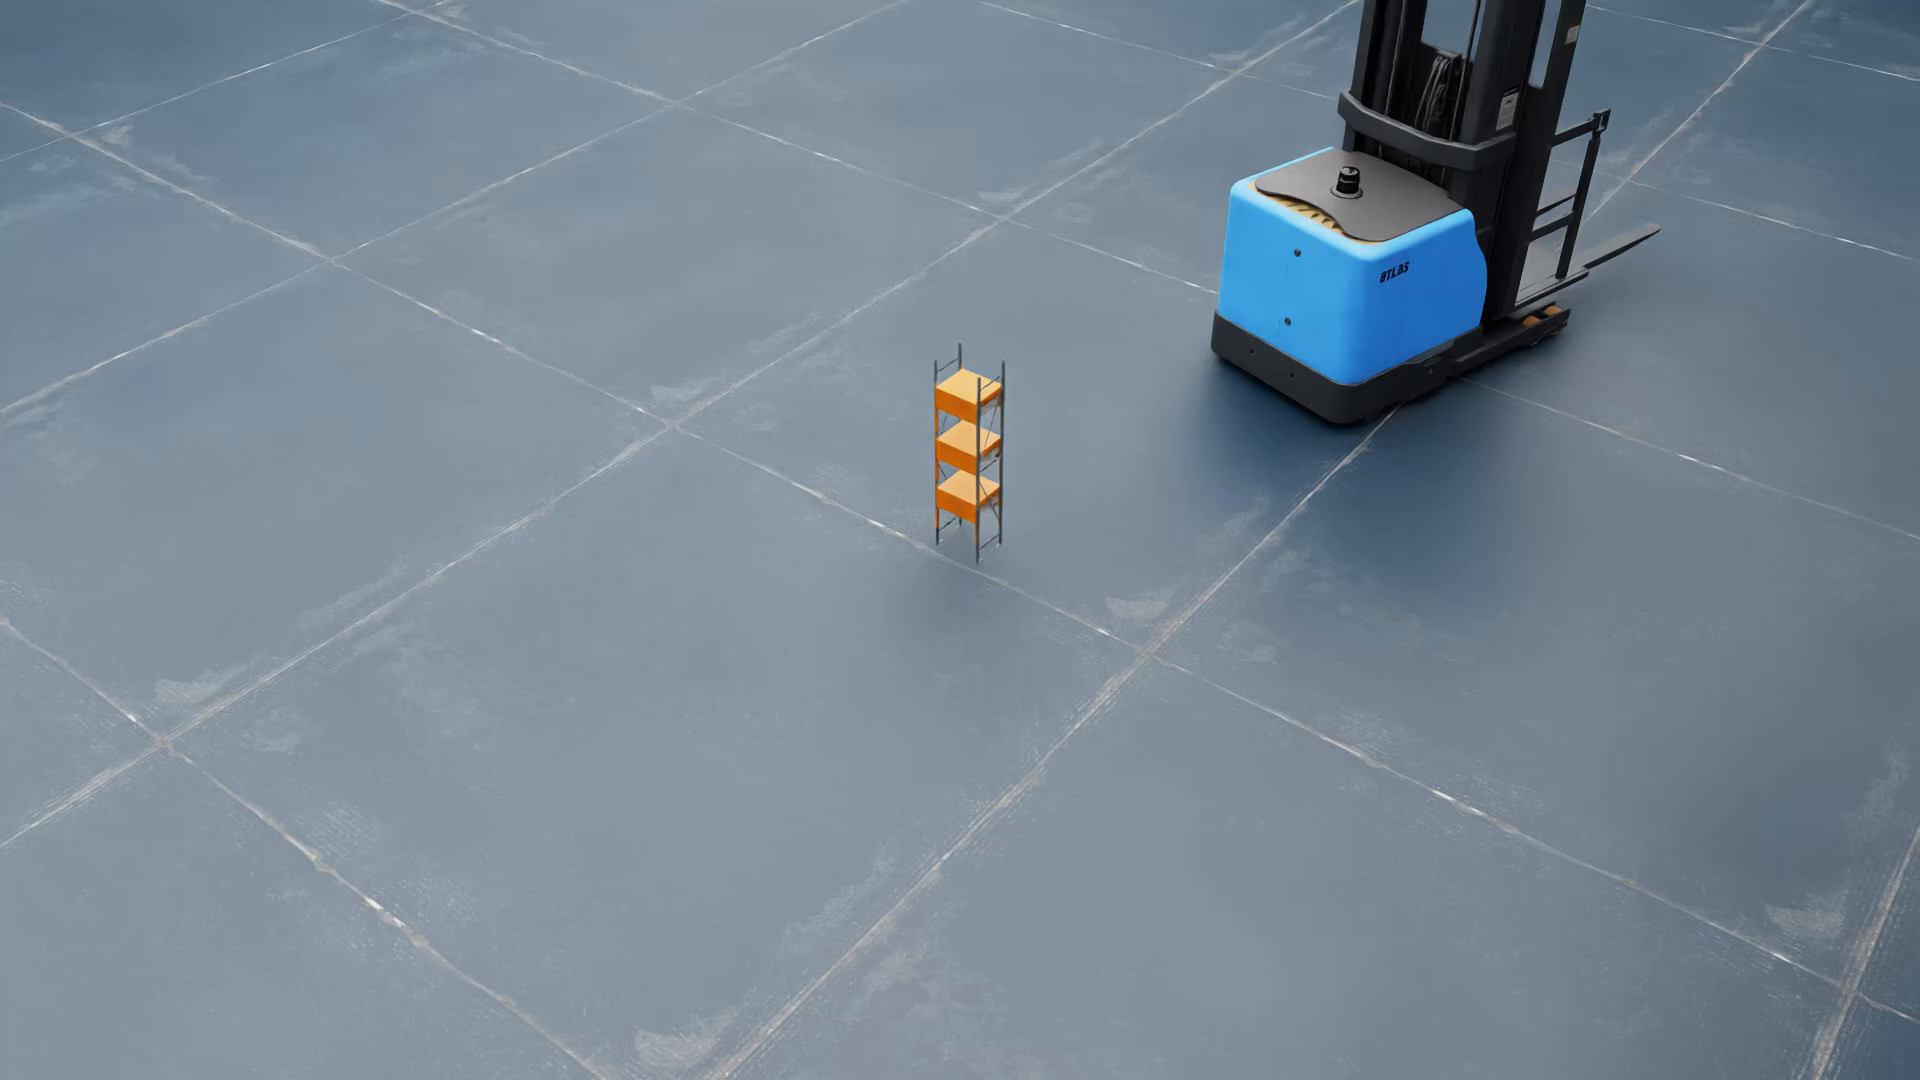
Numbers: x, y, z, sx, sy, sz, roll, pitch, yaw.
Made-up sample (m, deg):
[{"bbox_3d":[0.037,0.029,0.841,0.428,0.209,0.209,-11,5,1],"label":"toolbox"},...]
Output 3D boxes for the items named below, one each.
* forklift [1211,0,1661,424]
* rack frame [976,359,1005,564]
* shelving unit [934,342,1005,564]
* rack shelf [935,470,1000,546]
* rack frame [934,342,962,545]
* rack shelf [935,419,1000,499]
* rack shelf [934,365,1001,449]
[{"bbox_3d":[2.897,-2.503,8.930,3.031,2.935,1.130,-25,44,-28],"label":"forklift"},{"bbox_3d":[0.139,-0.348,7.703,0.008,1.050,0.200,25,45,29],"label":"rack frame"},{"bbox_3d":[0.042,-0.393,7.762,0.252,1.050,0.215,25,45,29],"label":"shelving unit"},{"bbox_3d":[0.042,-0.166,7.939,0.240,0.259,0.215,25,45,29],"label":"rack shelf"},{"bbox_3d":[-0.054,-0.439,7.820,0.008,1.050,0.200,25,45,29],"label":"rack frame"},{"bbox_3d":[0.042,-0.385,7.768,0.240,0.259,0.215,25,45,29],"label":"rack shelf"},{"bbox_3d":[0.042,-0.608,7.593,0.240,0.259,0.215,25,45,29],"label":"rack shelf"}]
